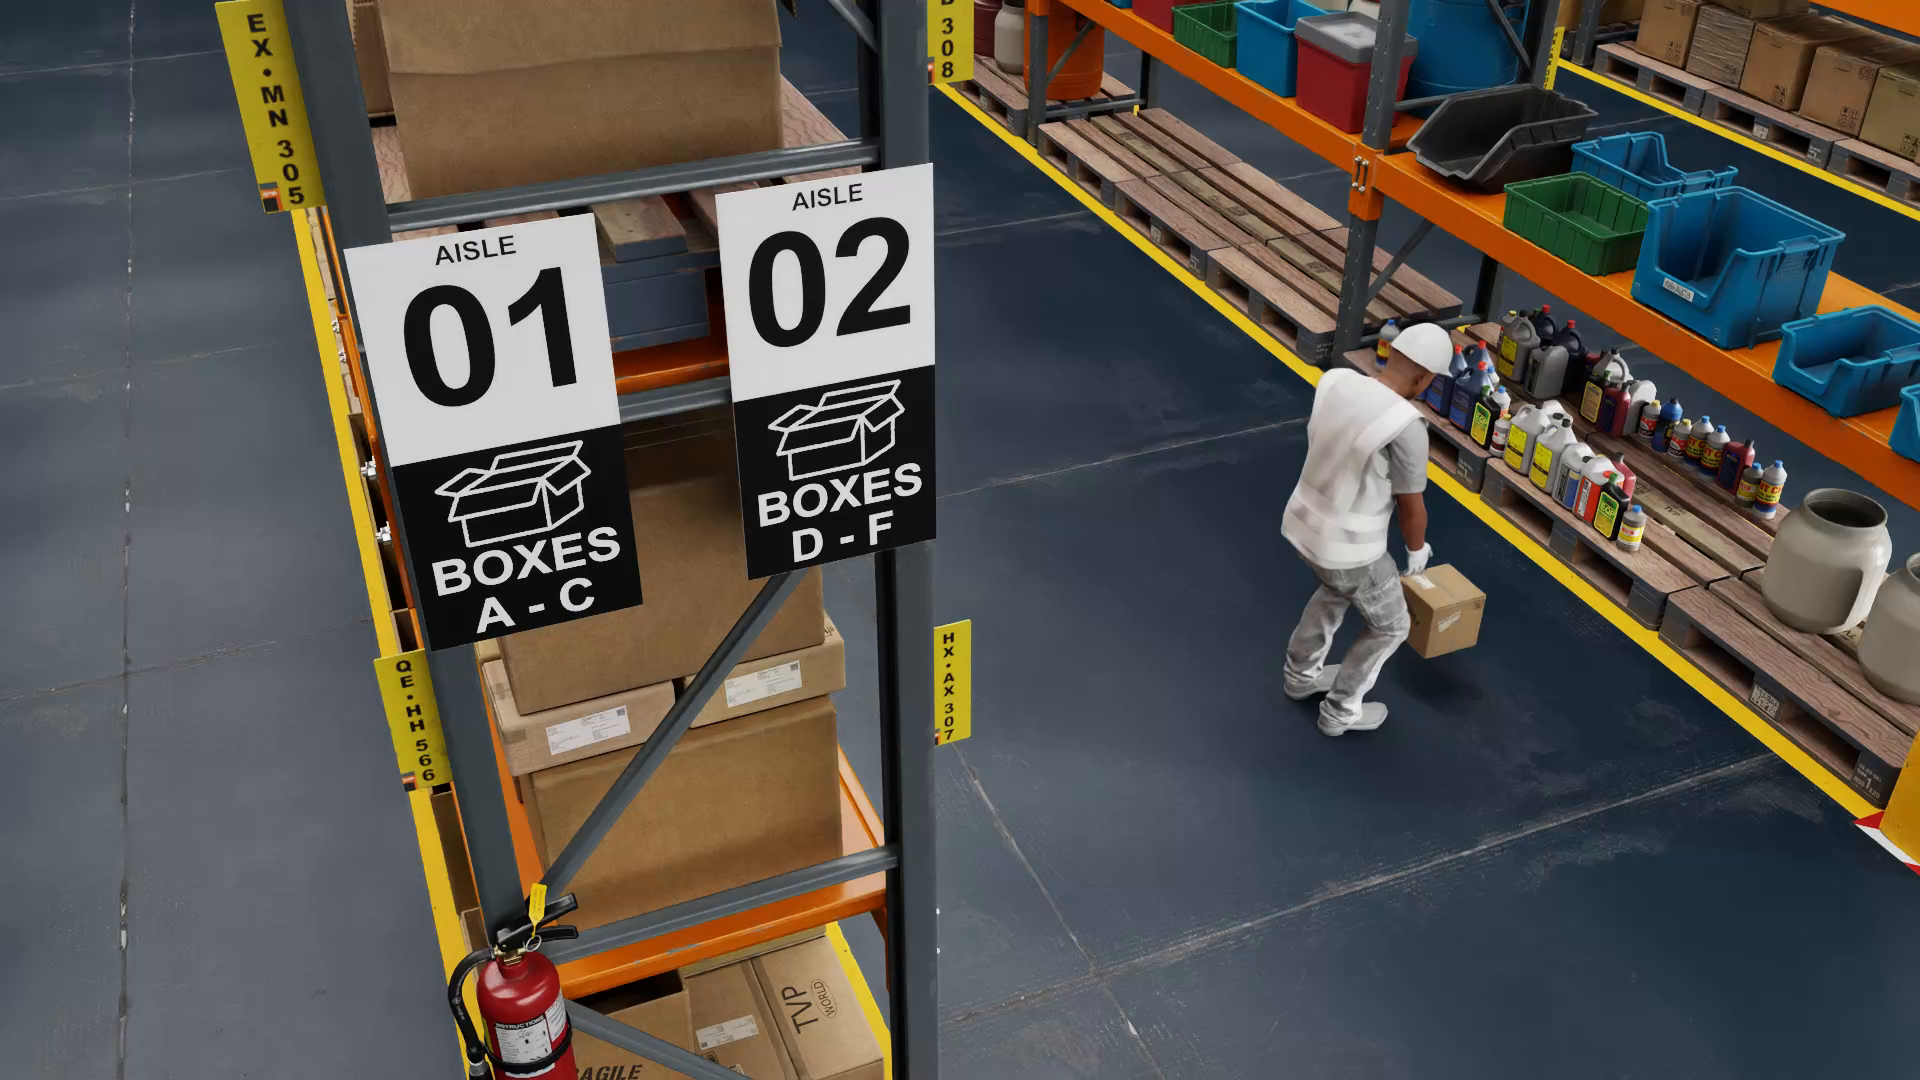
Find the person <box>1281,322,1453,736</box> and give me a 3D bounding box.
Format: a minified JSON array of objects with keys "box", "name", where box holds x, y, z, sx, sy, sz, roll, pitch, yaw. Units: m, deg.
[{"box":[1.511,-0.046,6.321,0.584,1.644,0.594,-12,35,-18],"name":"person"}]
